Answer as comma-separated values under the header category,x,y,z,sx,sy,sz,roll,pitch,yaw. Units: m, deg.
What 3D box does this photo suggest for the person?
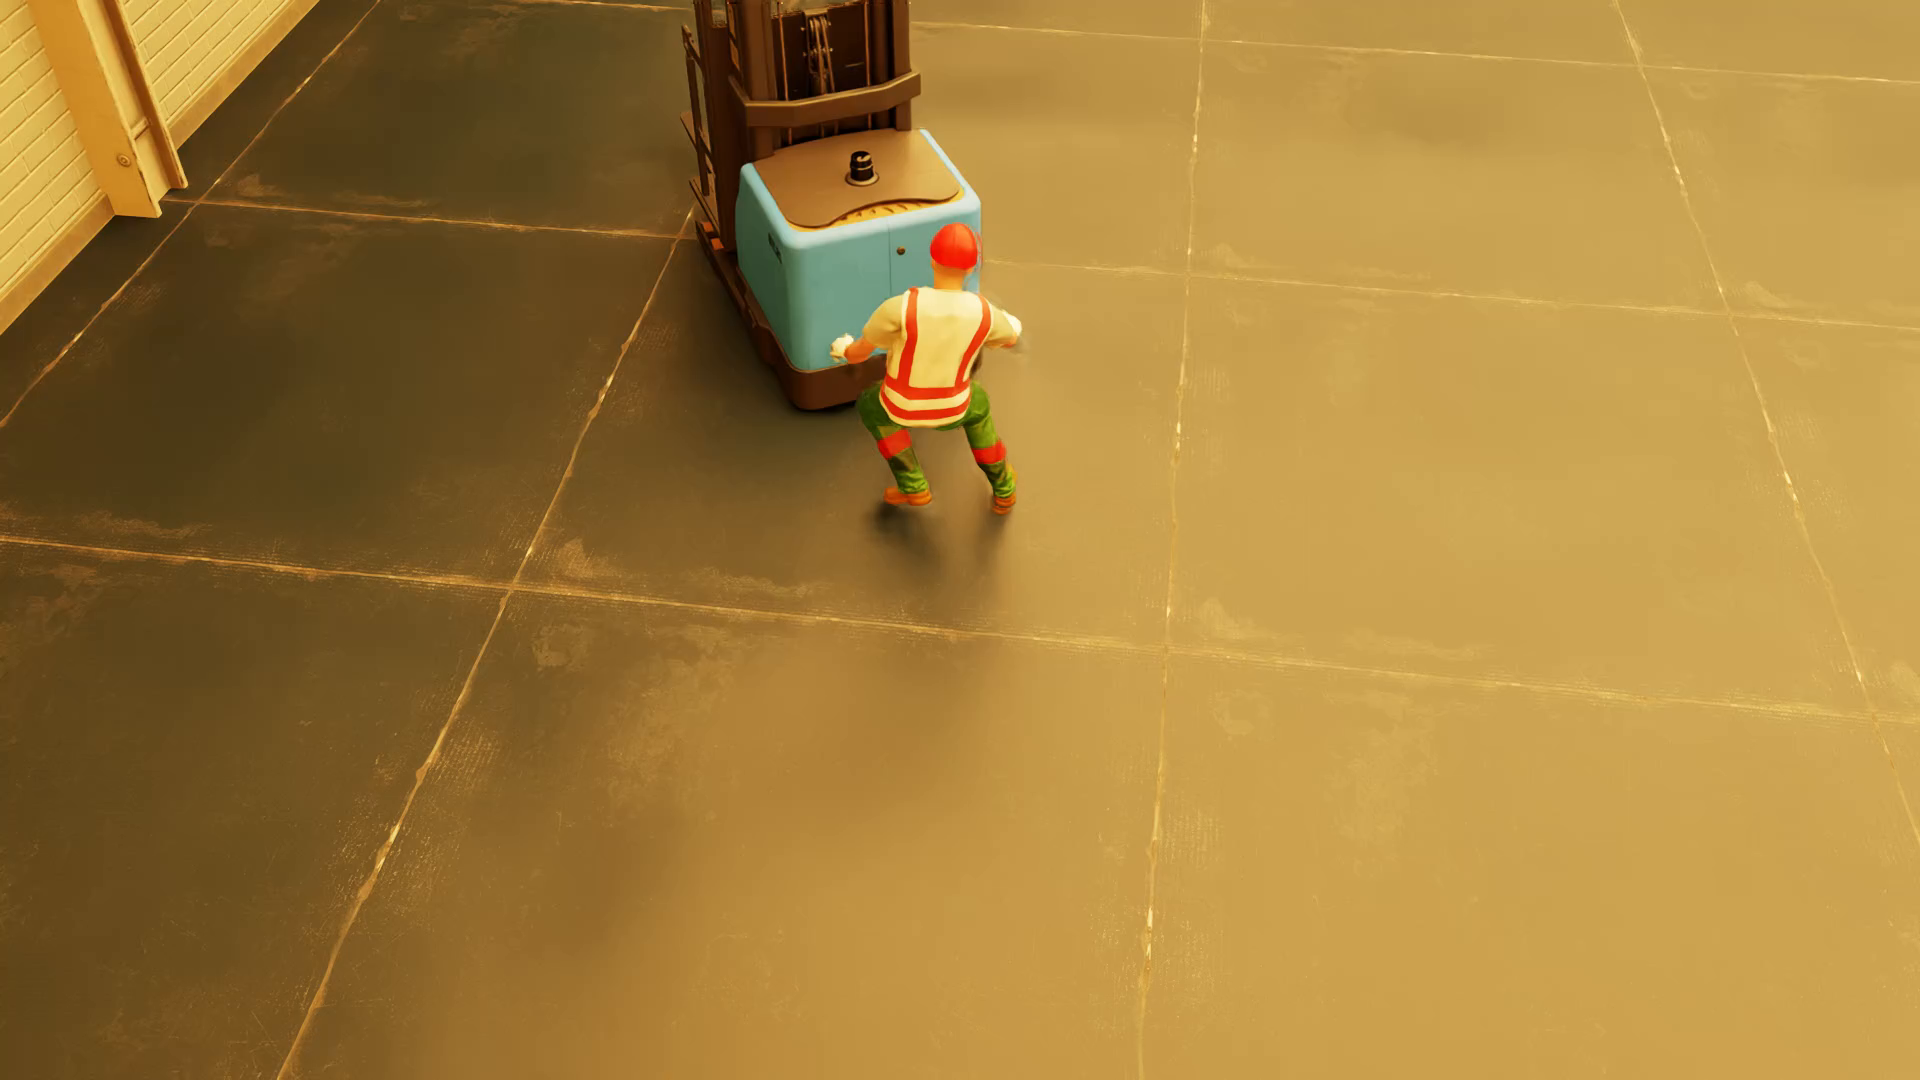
category,x,y,z,sx,sy,sz,roll,pitch,yaw
person,-0.121,-0.759,7.523,0.907,1.624,0.632,-7,43,-7

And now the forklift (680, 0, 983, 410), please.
category,x,y,z,sx,sy,sz,roll,pitch,yaw
forklift,-0.896,-2.753,8.721,1.130,2.935,3.031,-15,45,-16
